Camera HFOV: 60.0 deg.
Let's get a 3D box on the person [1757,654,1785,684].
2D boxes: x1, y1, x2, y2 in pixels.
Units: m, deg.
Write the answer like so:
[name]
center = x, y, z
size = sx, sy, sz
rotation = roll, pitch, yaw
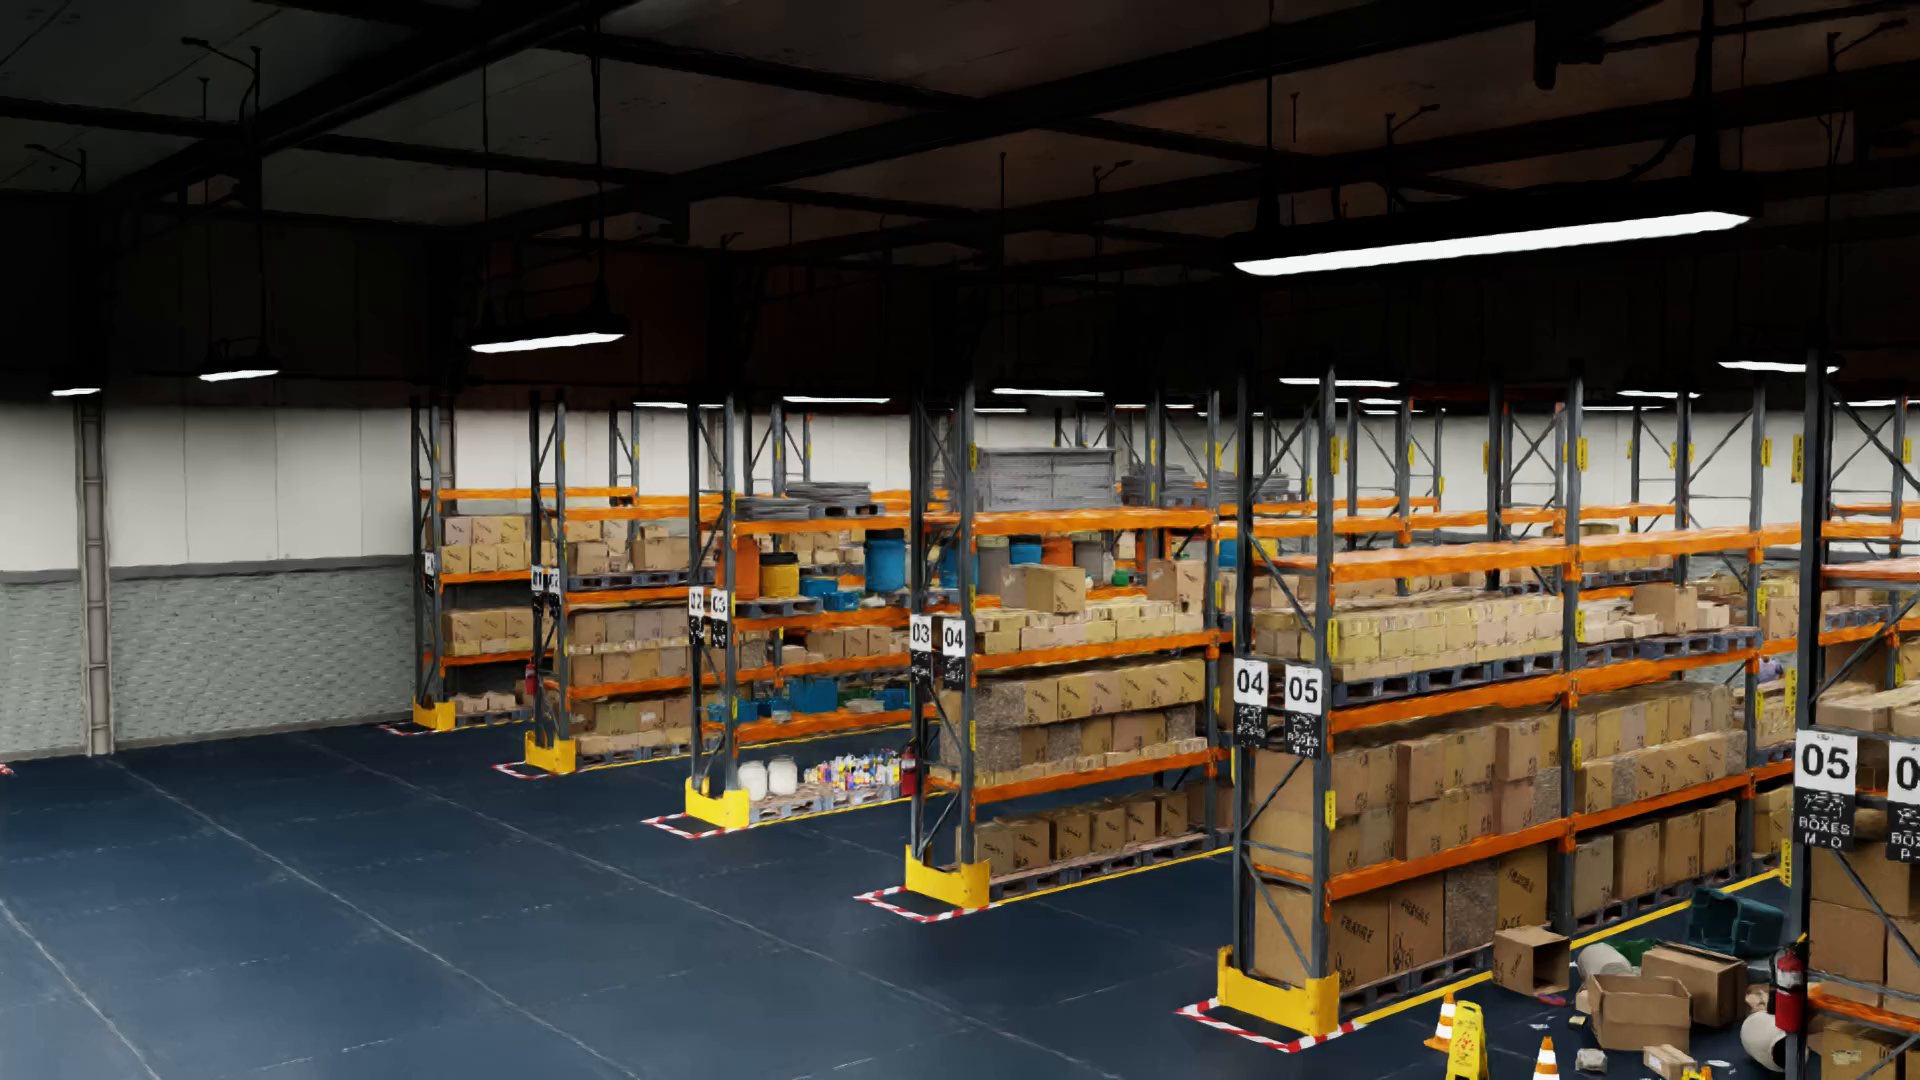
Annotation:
[person]
center = 14.238, 2.640, 29.308
size = 0.656, 1.581, 0.818
rotation = 2, 4, 34
